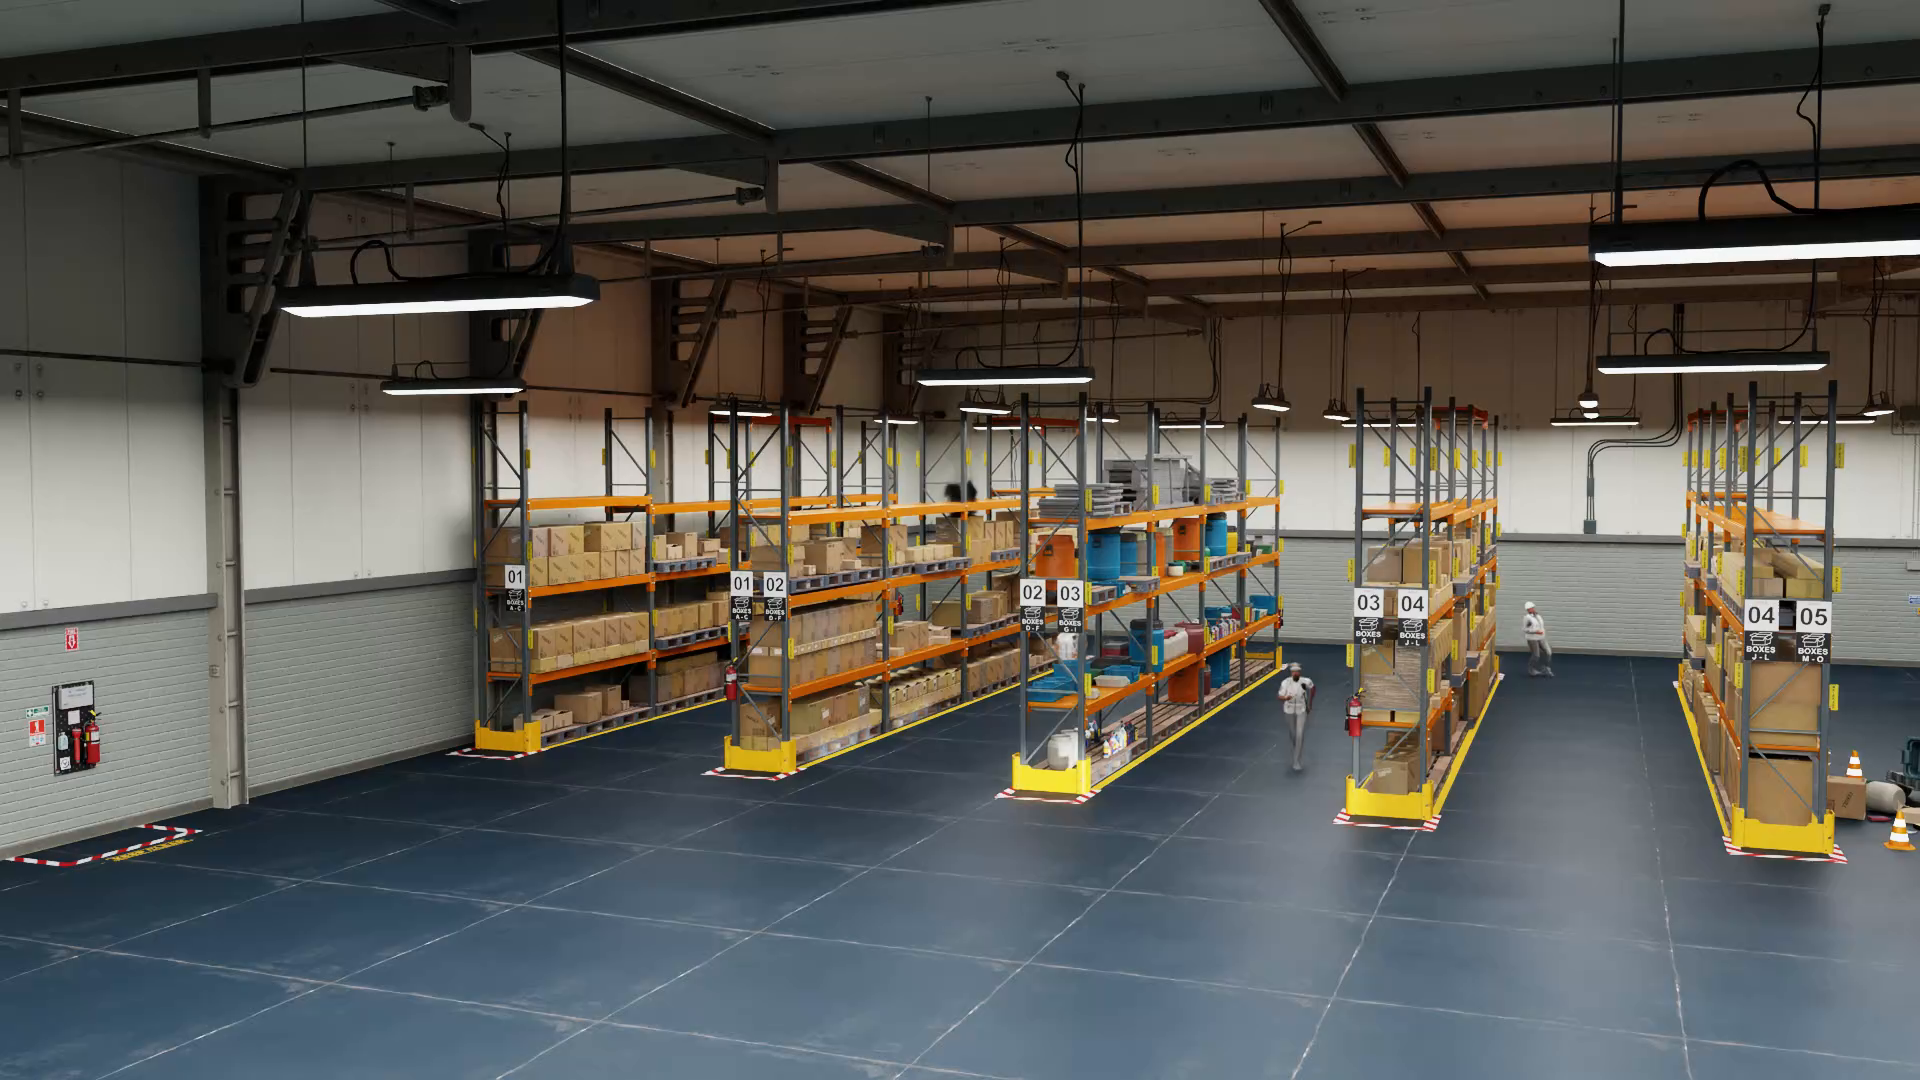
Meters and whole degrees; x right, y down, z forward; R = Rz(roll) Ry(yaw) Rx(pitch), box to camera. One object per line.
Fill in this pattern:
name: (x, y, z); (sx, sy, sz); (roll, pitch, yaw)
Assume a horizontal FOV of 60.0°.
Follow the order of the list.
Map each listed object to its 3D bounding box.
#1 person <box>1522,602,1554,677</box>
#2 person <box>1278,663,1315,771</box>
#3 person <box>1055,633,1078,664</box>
person: (13.233, 2.285, 38.199); (0.754, 1.747, 0.579); (-2, 3, -29)
person: (5.488, 2.851, 27.134); (0.575, 1.753, 0.891); (1, 3, 18)
person: (2.130, 2.339, 32.518); (0.616, 1.615, 0.509); (1, 3, 17)
